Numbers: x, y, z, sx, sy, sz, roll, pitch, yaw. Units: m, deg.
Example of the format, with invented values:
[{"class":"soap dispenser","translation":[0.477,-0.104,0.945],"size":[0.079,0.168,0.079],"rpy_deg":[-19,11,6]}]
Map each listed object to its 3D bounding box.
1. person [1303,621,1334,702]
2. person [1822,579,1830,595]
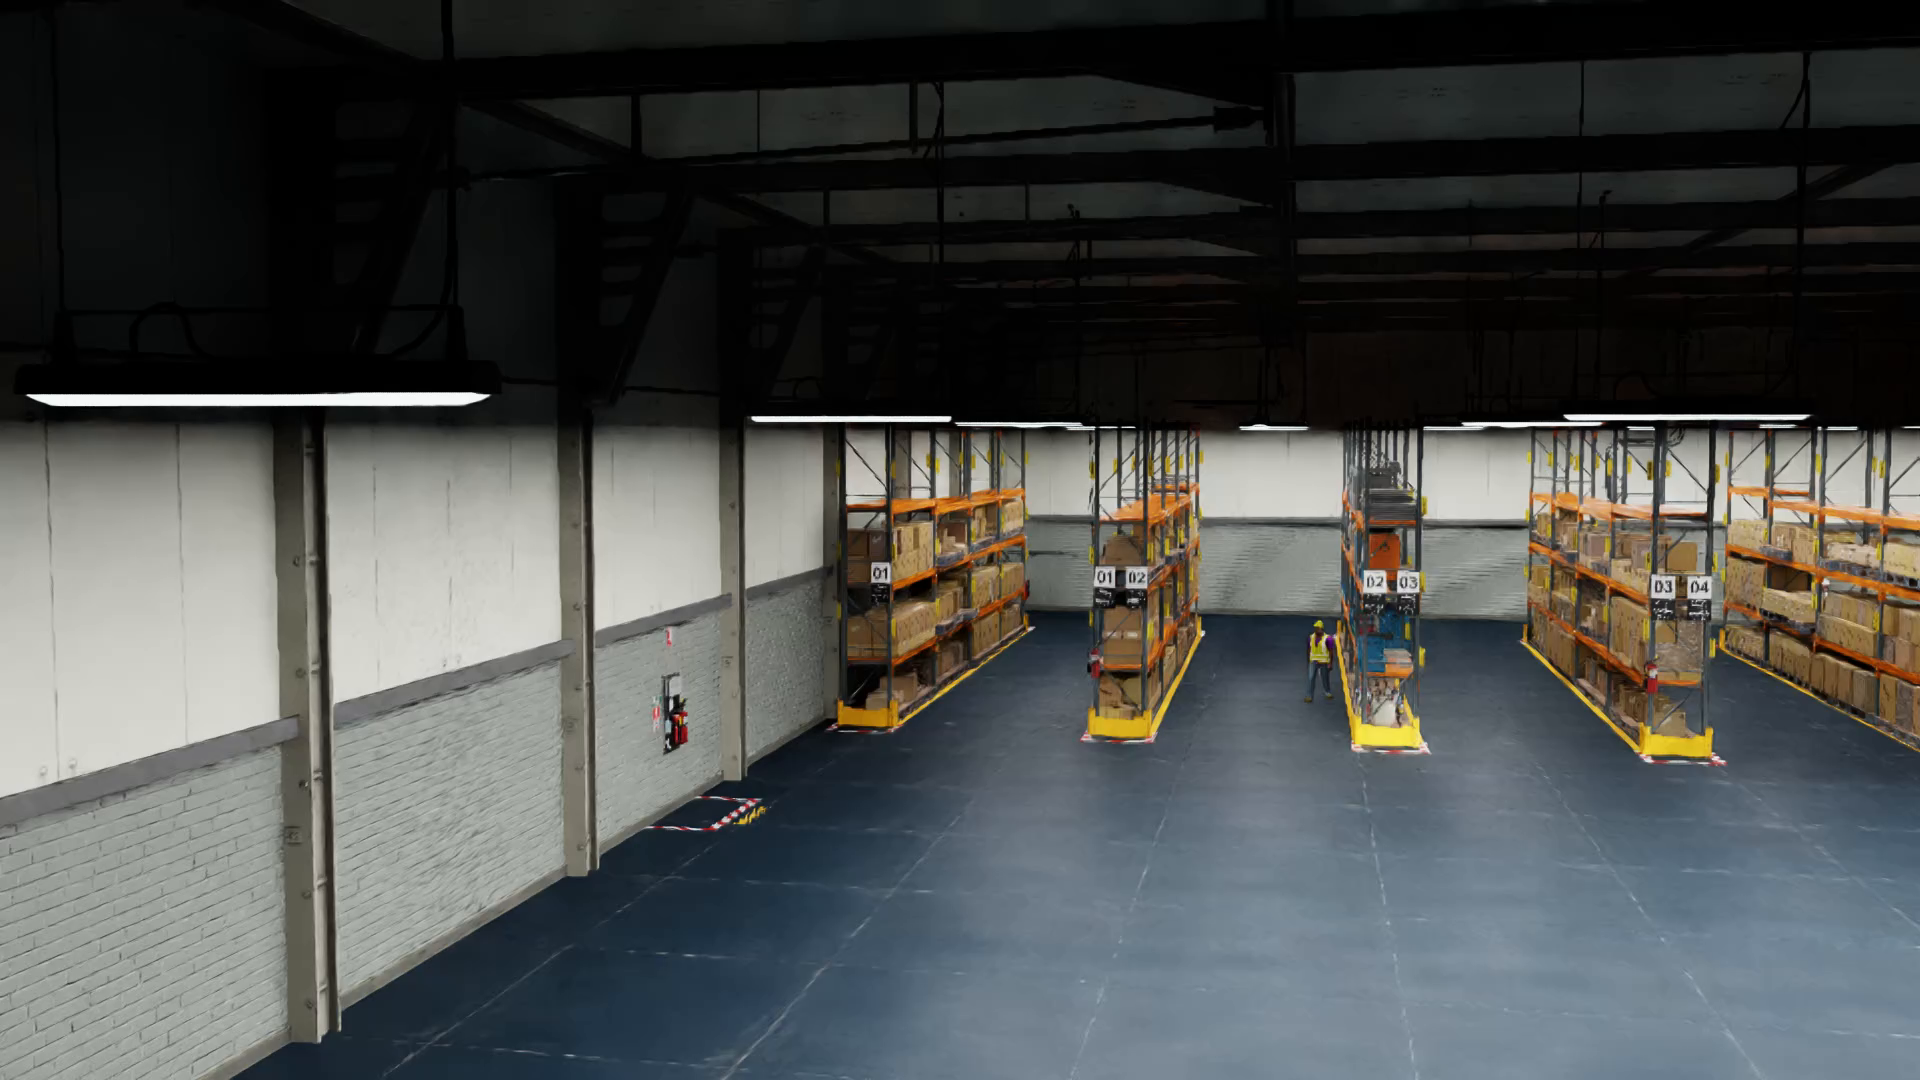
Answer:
[{"class":"person","translation":[7.648,2.573,35.302],"size":[0.578,1.737,0.934],"rpy_deg":[2,4,30]},{"class":"person","translation":[23.409,1.937,44.885],"size":[0.699,1.770,0.554],"rpy_deg":[-1,4,-16]}]
